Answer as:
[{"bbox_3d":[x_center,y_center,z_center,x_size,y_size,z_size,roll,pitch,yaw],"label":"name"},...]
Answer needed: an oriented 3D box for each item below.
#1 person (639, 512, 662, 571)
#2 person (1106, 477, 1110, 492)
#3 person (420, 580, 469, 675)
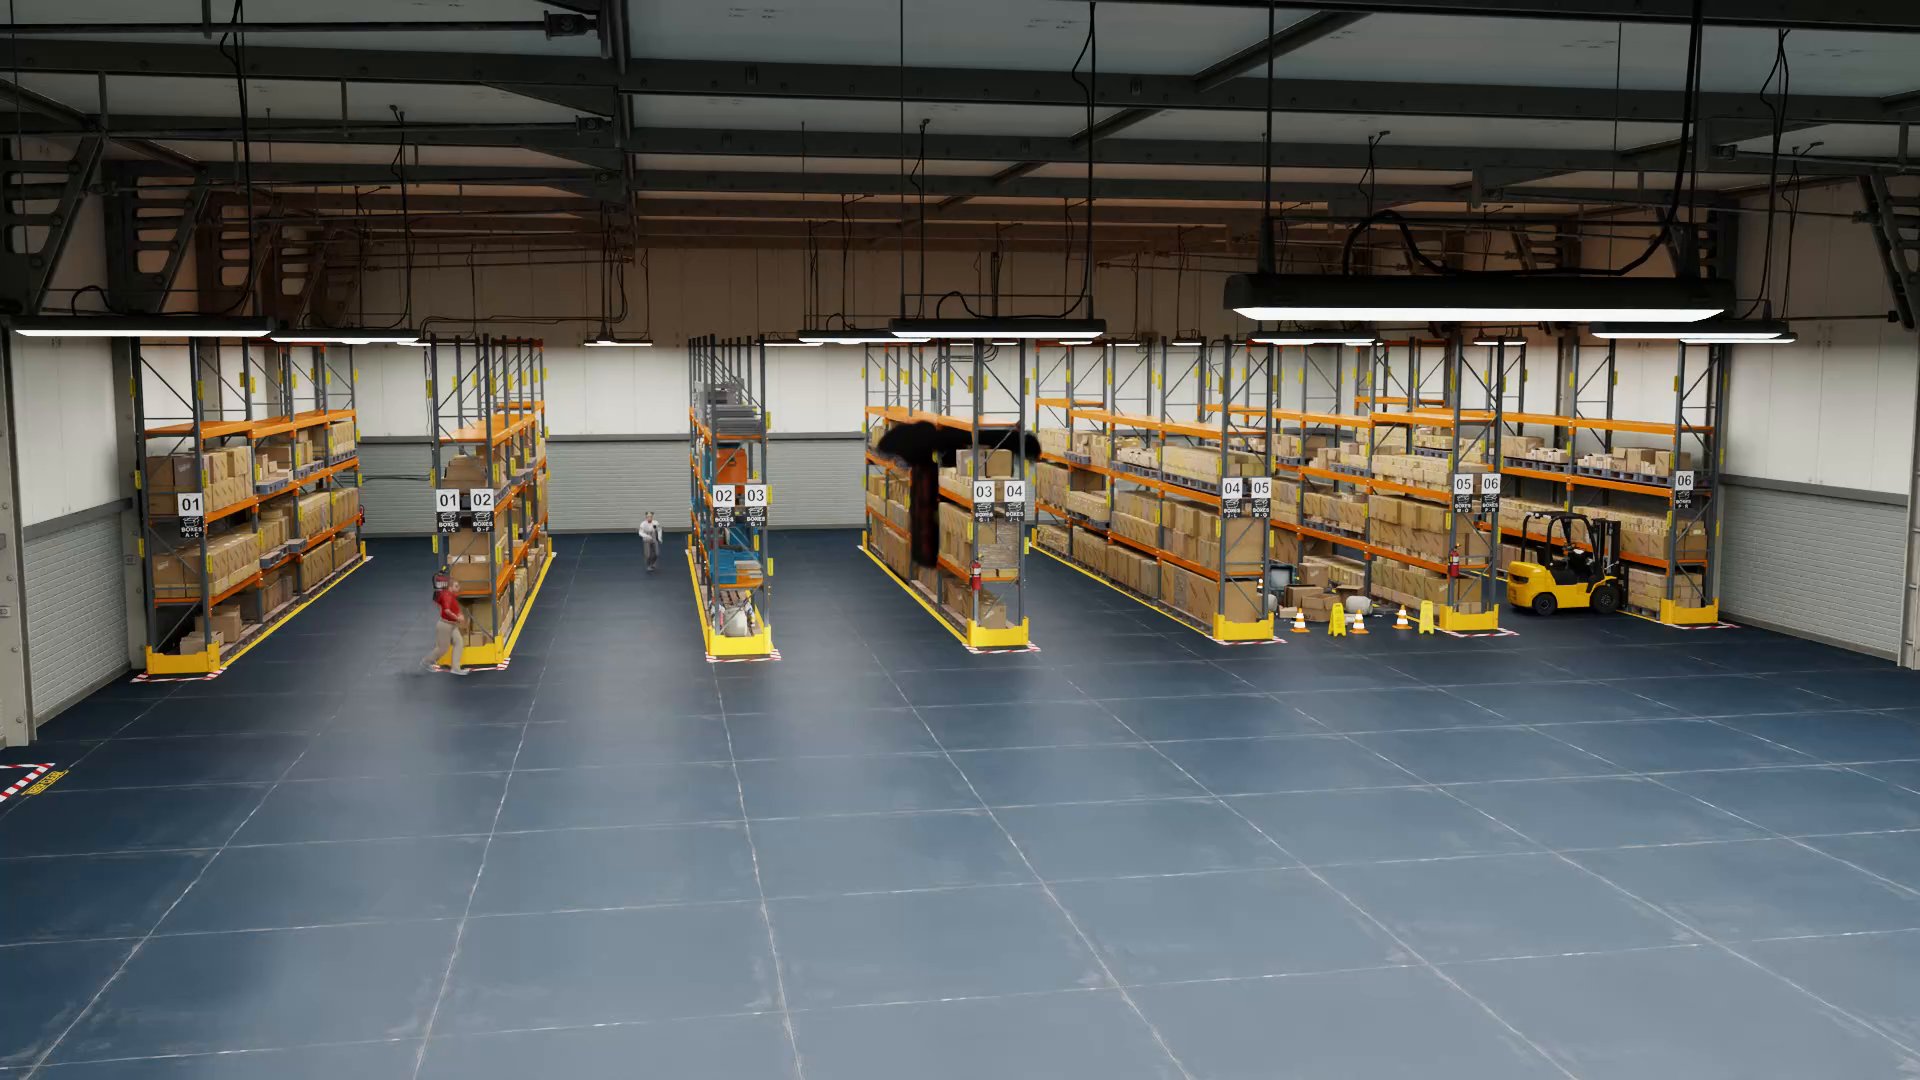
[{"bbox_3d":[-7.977,0.034,42.910,0.605,1.574,0.744,-2,7,-18],"label":"person"},{"bbox_3d":[4.492,-1.029,51.211,0.712,1.801,0.639,-3,7,-25],"label":"person"},{"bbox_3d":[-9.070,1.549,29.141,0.837,1.712,0.633,-1,7,-5],"label":"person"}]
